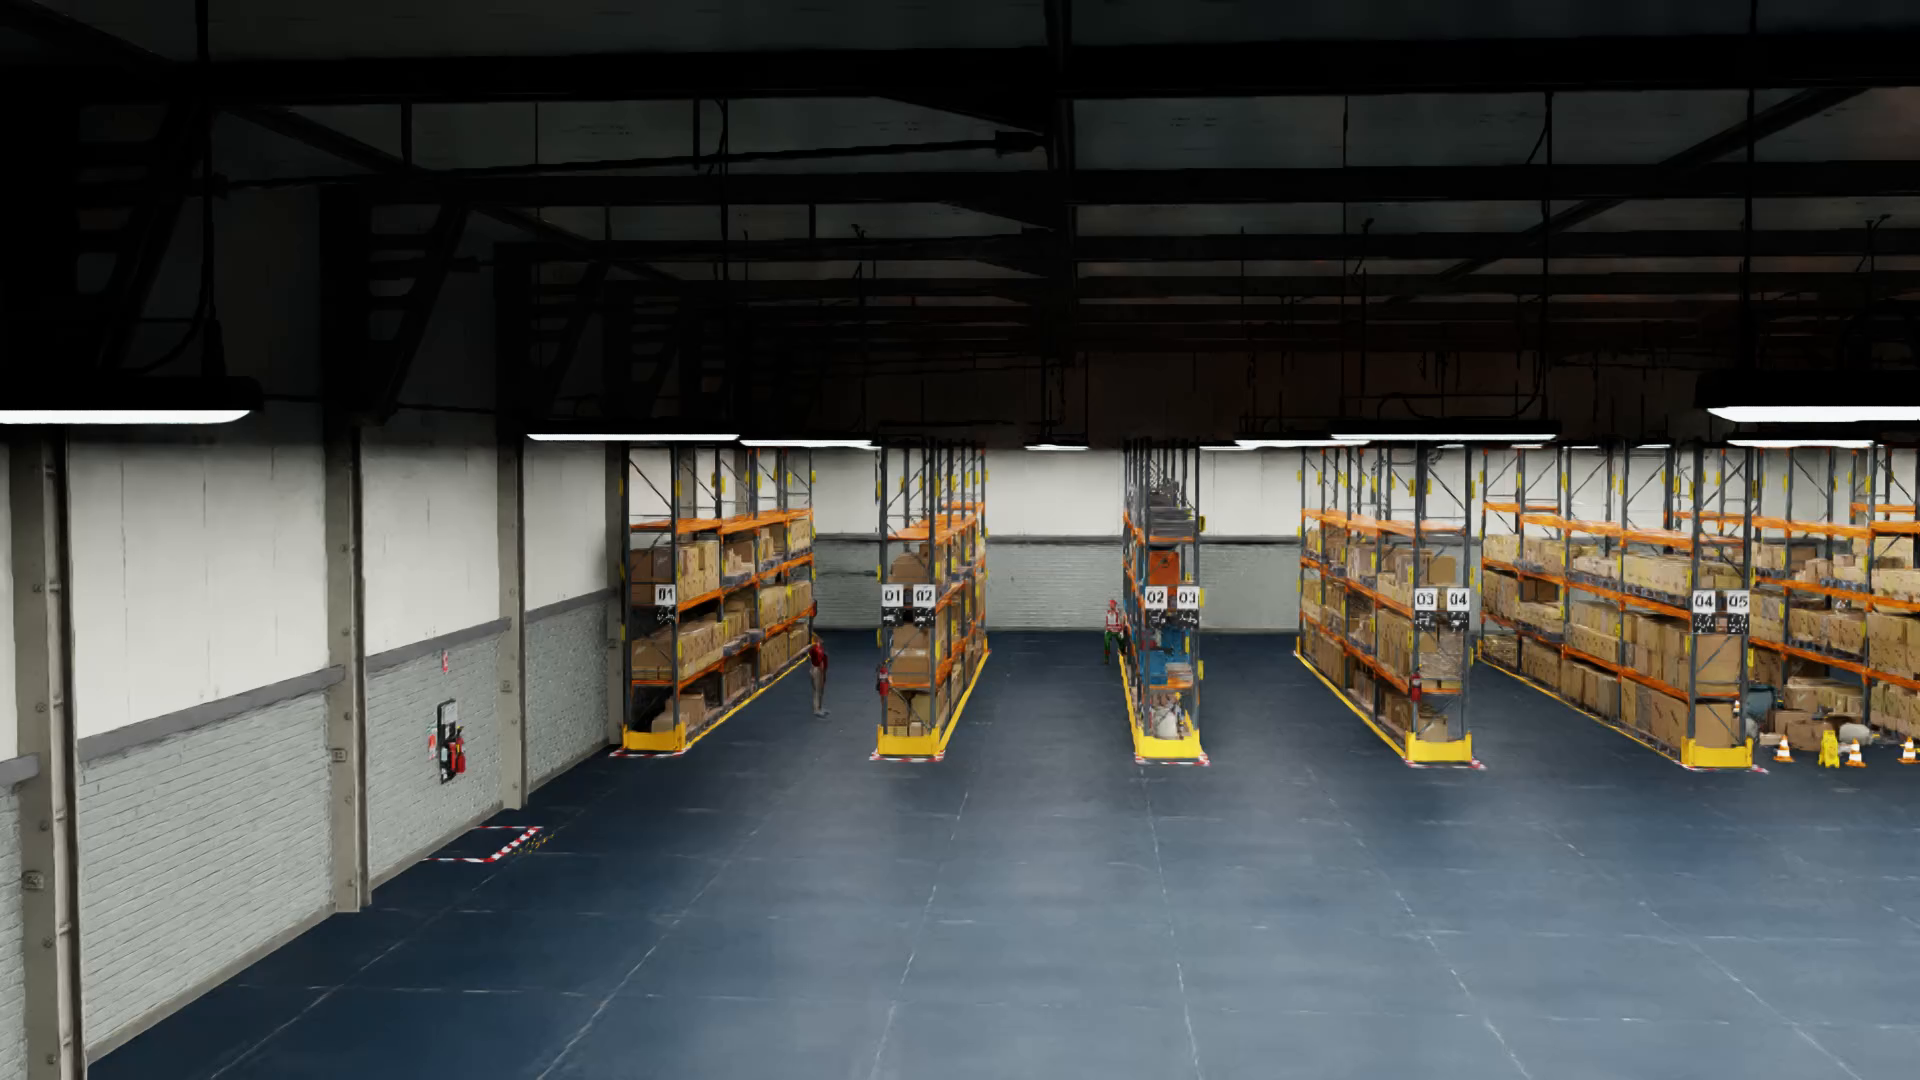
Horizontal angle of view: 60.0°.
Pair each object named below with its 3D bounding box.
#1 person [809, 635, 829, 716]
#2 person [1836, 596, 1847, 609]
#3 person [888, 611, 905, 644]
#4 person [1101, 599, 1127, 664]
[{"bbox_3d":[-3.031,2.916,36.063,0.457,1.733,0.593,-1,3,-25],"label":"person"},{"bbox_3d":[24.907,2.355,46.758,0.587,1.753,0.691,-1,3,-23],"label":"person"},{"bbox_3d":[-1.840,2.309,48.849,0.428,1.588,0.574,2,3,27],"label":"person"},{"bbox_3d":[4.172,2.429,44.963,0.593,1.679,0.997,1,3,25],"label":"person"}]
